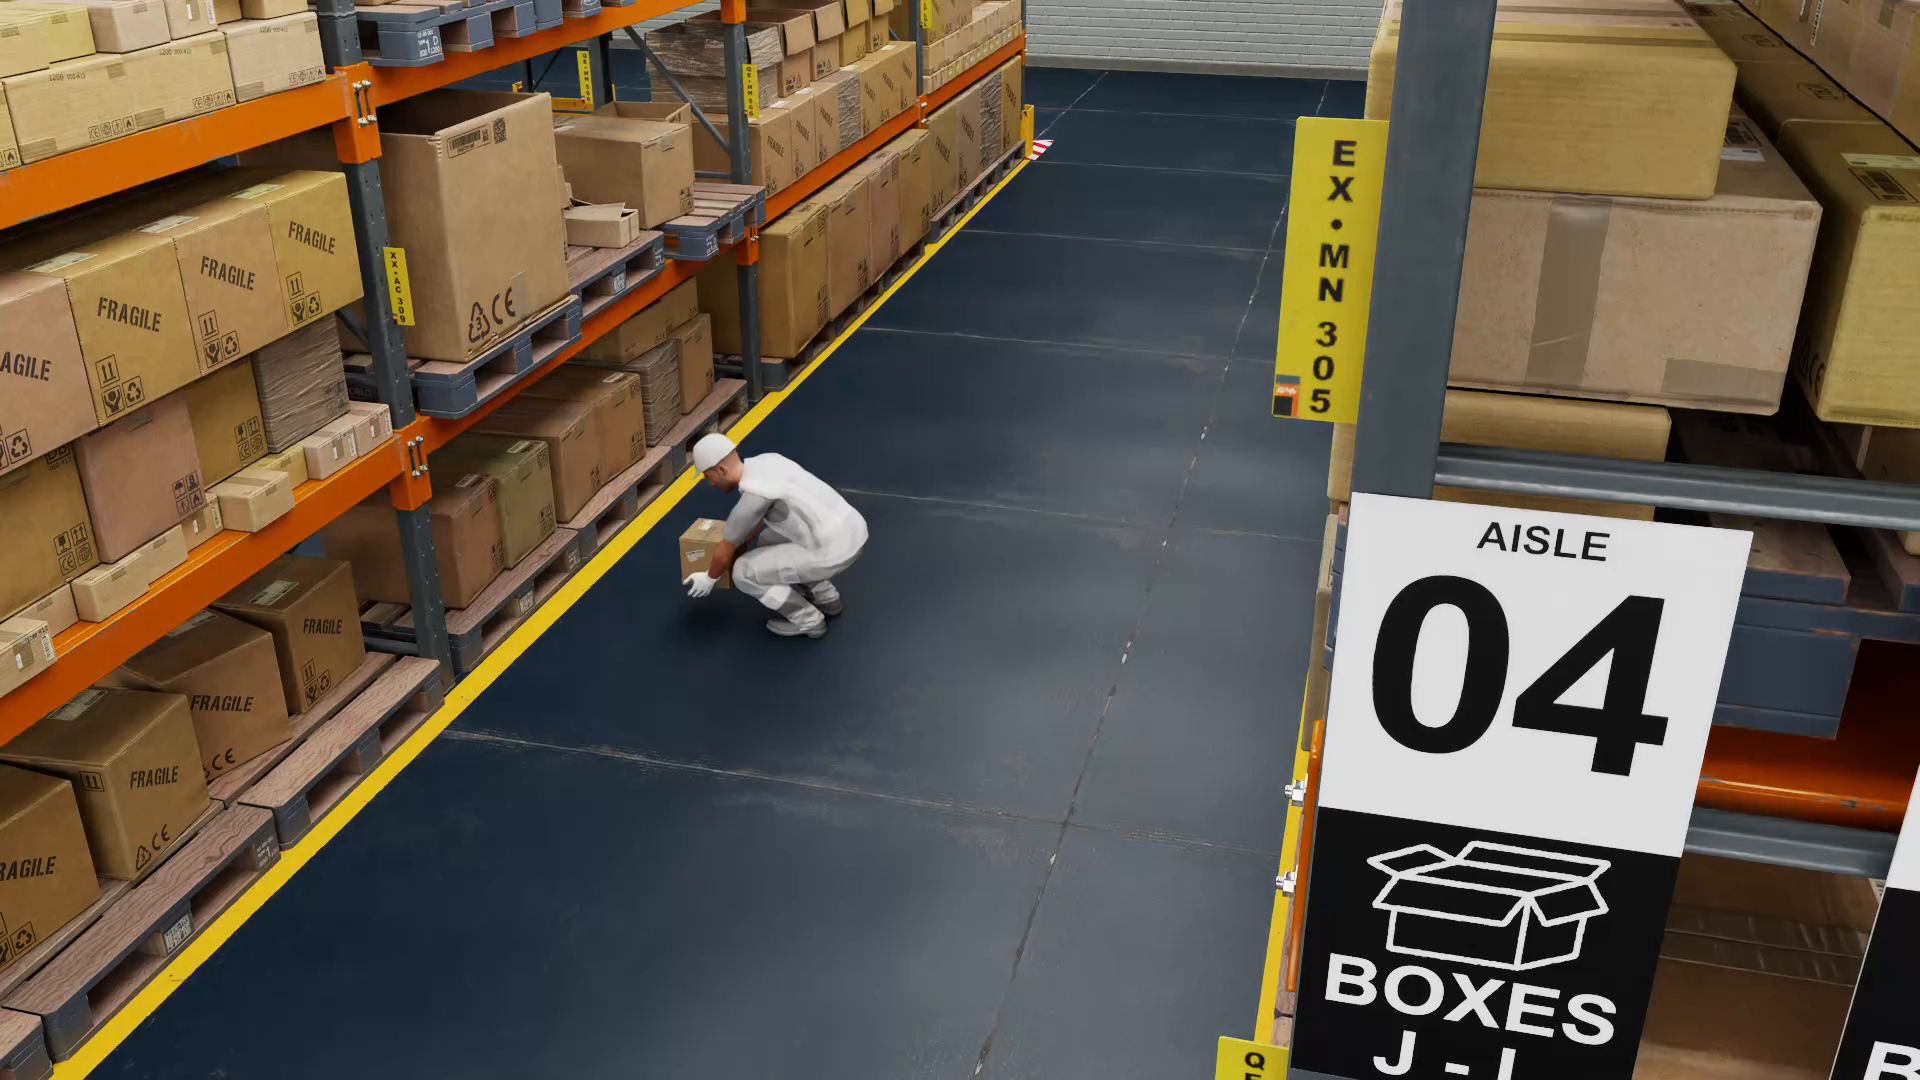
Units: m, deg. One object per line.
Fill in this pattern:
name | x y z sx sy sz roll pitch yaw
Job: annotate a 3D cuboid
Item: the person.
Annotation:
person | -0.902 -0.043 8.122 0.879 0.991 0.573 6 26 13
